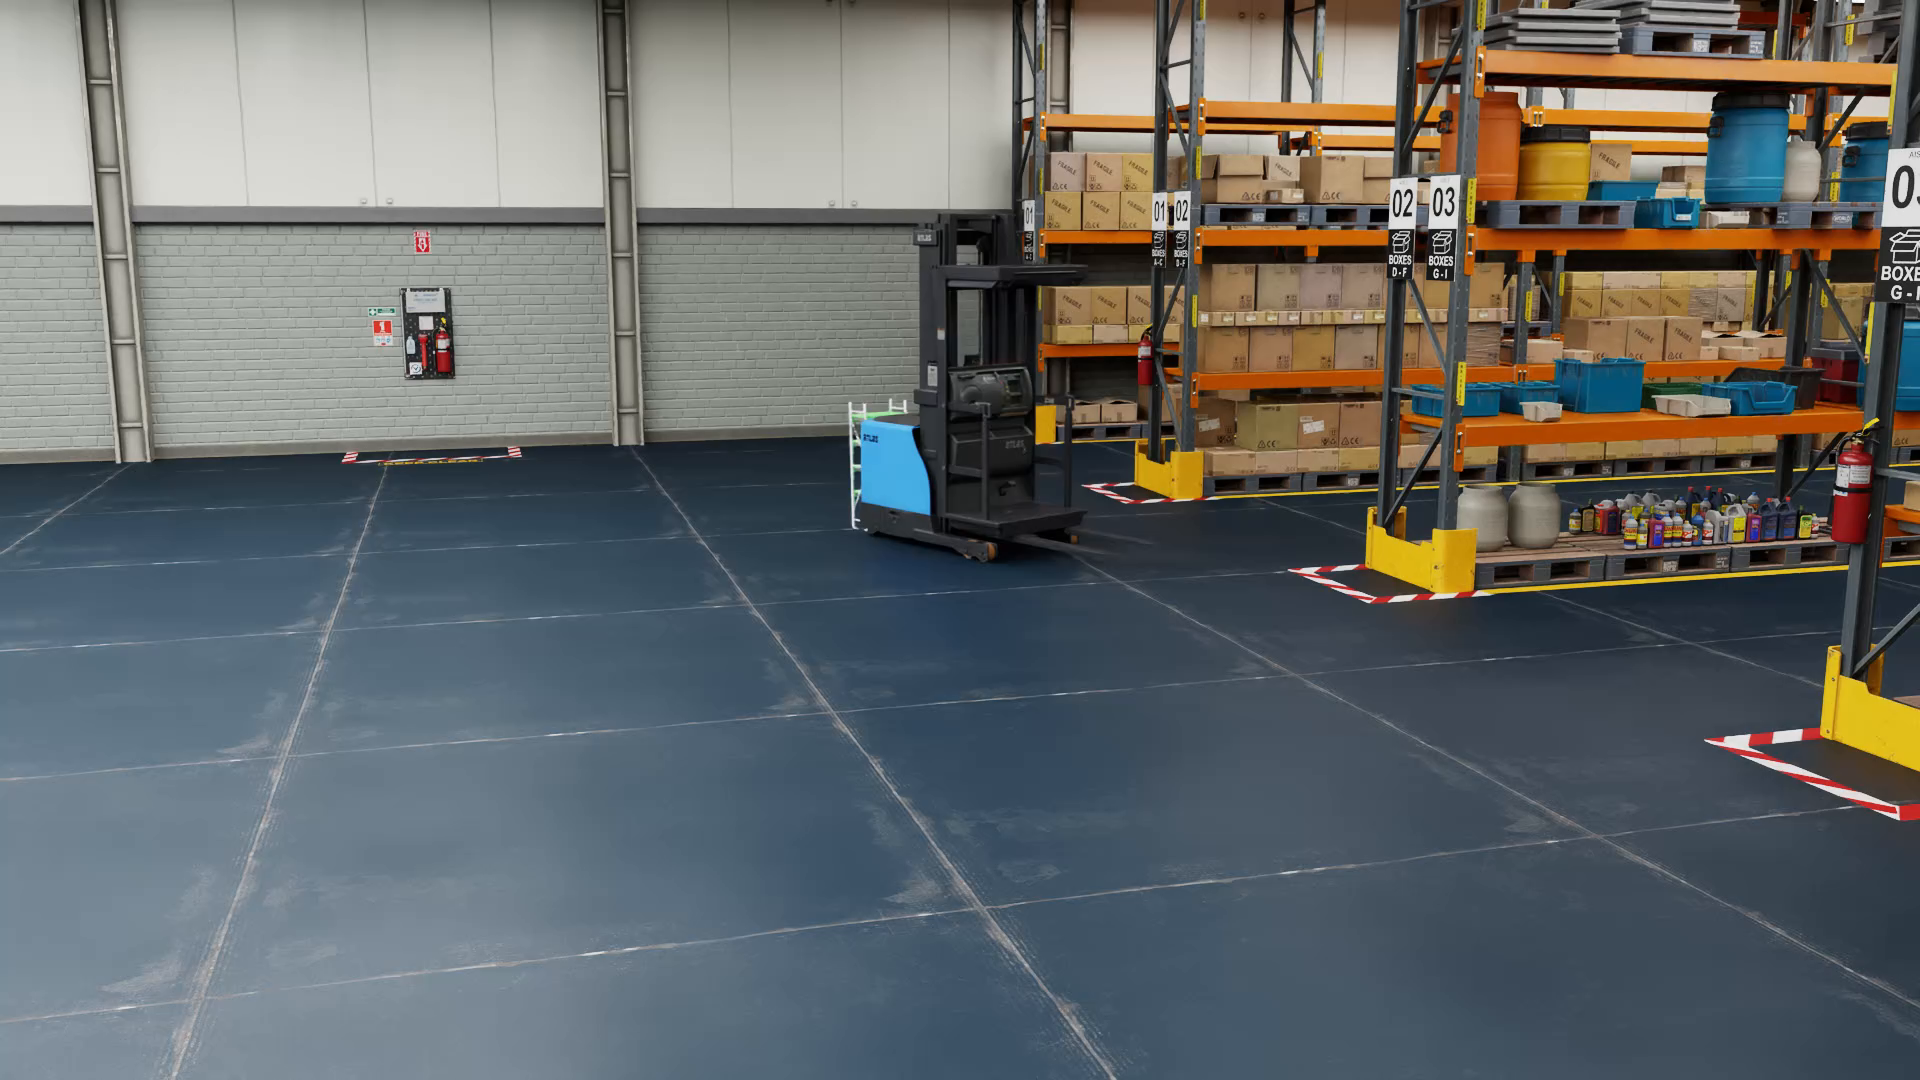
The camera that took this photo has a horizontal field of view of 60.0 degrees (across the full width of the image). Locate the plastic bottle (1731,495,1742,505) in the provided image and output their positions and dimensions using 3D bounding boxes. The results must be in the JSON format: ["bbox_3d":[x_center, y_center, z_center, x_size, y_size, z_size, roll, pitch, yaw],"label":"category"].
[{"bbox_3d":[6.811,-0.255,14.639,0.133,0.283,0.061,-3,11,-16],"label":"plastic bottle"}]

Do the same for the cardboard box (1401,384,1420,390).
[{"bbox_3d":[6.428,-2.157,24.373,0.500,0.500,0.700,-3,11,-15],"label":"cardboard box"}]

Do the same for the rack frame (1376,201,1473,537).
[{"bbox_3d":[3.672,-1.152,13.222,0.127,3.000,1.000,-3,11,-16],"label":"rack frame"}]

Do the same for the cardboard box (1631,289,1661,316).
[{"bbox_3d":[10.104,-3.514,24.901,0.500,0.500,0.500,-3,11,-16],"label":"cardboard box"}]

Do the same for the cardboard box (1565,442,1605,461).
[{"bbox_3d":[7.079,-1.073,19.227,0.500,0.250,0.500,-3,11,-15],"label":"cardboard box"}]

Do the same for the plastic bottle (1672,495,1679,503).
[{"bbox_3d":[6.270,-0.255,14.640,0.133,0.283,0.061,-3,11,-13],"label":"plastic bottle"}]

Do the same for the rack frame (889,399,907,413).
[{"bbox_3d":[-0.586,-0.753,16.010,0.015,1.200,0.240,-9,12,-41],"label":"rack frame"}]

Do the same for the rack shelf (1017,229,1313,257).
[{"bbox_3d":[2.823,-4.097,22.920,4.000,0.370,1.077,-3,11,-16],"label":"rack shelf"}]

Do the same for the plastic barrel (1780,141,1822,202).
[{"bbox_3d":[7.044,-3.103,14.069,0.421,0.512,0.421,0,10,0],"label":"plastic barrel"}]

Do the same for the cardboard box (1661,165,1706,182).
[{"bbox_3d":[11.017,-5.539,25.203,0.500,0.250,0.500,-3,11,-18],"label":"cardboard box"}]

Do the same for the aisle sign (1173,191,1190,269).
[{"bbox_3d":[2.313,-3.235,17.358,0.004,0.787,0.394,-3,11,-16],"label":"aisle sign"}]

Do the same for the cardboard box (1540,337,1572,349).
[{"bbox_3d":[6.924,-2.226,19.427,0.258,0.266,0.396,-3,11,-17],"label":"cardboard box"}]

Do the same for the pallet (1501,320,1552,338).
[{"bbox_3d":[7.929,-3.130,24.497,1.003,0.211,1.213,-3,11,-16],"label":"pallet"}]

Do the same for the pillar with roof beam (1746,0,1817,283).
[{"bbox_3d":[14.058,-5.869,22.277,0.548,9.000,9.100,-3,11,-16],"label":"pillar with roof beam"}]

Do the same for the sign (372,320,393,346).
[{"bbox_3d":[-7.371,-2.645,21.236,0.234,0.329,0.001,-3,11,-16],"label":"sign"}]

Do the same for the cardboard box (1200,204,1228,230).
[{"bbox_3d":[3.317,-4.484,22.707,0.500,0.500,0.500,-3,11,-18],"label":"cardboard box"}]

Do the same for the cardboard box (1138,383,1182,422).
[{"bbox_3d":[2.858,-1.938,23.180,0.500,0.500,0.700,-4,11,-20],"label":"cardboard box"}]

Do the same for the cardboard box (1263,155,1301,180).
[{"bbox_3d":[4.338,-5.030,22.910,0.500,0.500,0.500,-4,11,-21],"label":"cardboard box"}]

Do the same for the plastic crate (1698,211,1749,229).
[{"bbox_3d":[6.084,-2.548,13.251,0.396,0.136,0.243,-3,11,-16],"label":"plastic crate"}]

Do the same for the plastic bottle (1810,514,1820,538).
[{"bbox_3d":[7.251,-0.122,14.141,0.097,0.201,0.097,0,10,0],"label":"plastic bottle"}]

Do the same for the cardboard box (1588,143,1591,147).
[{"bbox_3d":[6.734,-4.217,18.768,0.500,0.500,0.500,-3,11,-15],"label":"cardboard box"}]

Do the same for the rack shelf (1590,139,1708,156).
[{"bbox_3d":[10.504,-5.780,24.884,4.000,0.370,1.077,-3,11,-16],"label":"rack shelf"}]

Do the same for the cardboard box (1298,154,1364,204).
[{"bbox_3d":[3.962,-3.849,17.767,0.500,0.500,0.500,-3,11,-16],"label":"cardboard box"}]

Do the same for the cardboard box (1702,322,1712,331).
[{"bbox_3d":[11.191,-3.255,25.283,0.250,0.149,0.380,-3,11,-16],"label":"cardboard box"}]

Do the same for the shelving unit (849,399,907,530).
[{"bbox_3d":[-0.769,-0.724,15.852,0.503,1.200,0.258,-9,12,-41],"label":"shelving unit"}]

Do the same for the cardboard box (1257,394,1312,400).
[{"bbox_3d":[3.678,-1.368,18.761,0.500,0.500,0.500,-3,11,-16],"label":"cardboard box"}]

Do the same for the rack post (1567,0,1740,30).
[{"bbox_3d":[5.523,-4.169,13.248,0.954,0.300,0.937,-3,11,-17],"label":"rack post"}]

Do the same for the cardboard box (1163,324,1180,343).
[{"bbox_3d":[2.931,-2.858,22.851,0.500,0.250,0.500,-3,11,-15],"label":"cardboard box"}]

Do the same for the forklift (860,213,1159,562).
[{"bbox_3d":[0.414,-1.356,14.520,1.130,2.935,3.031,-9,14,-40],"label":"forklift"}]

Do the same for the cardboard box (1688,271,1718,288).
[{"bbox_3d":[11.064,-3.937,25.128,0.500,0.250,0.500,-3,11,-15],"label":"cardboard box"}]

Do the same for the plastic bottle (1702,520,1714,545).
[{"bbox_3d":[6.217,-0.067,13.845,0.097,0.201,0.097,0,10,0],"label":"plastic bottle"}]

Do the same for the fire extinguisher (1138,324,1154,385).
[{"bbox_3d":[2.047,-2.050,18.314,0.183,0.674,0.296,-3,11,-16],"label":"fire extinguisher"}]

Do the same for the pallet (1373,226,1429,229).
[{"bbox_3d":[6.361,-4.525,23.779,1.003,0.211,1.213,-3,11,-16],"label":"pallet"}]

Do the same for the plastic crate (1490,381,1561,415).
[{"bbox_3d":[4.694,-1.188,13.829,0.408,0.251,0.499,-3,11,-16],"label":"plastic crate"}]

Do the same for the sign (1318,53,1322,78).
[{"bbox_3d":[4.877,-6.430,22.524,0.005,0.325,0.100,-3,11,-16],"label":"sign"}]

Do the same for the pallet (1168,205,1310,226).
[{"bbox_3d":[2.977,-3.476,17.807,1.213,0.211,1.003,-3,11,-16],"label":"pallet"}]

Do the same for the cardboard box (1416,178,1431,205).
[{"bbox_3d":[5.056,-3.915,18.648,0.500,0.311,0.500,-4,11,-19],"label":"cardboard box"}]

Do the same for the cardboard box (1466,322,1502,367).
[{"bbox_3d":[5.707,-2.241,18.863,0.500,0.500,0.700,-3,11,-17],"label":"cardboard box"}]

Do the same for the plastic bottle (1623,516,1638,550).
[{"bbox_3d":[5.499,-0.064,13.633,0.097,0.271,0.097,0,10,0],"label":"plastic bottle"}]

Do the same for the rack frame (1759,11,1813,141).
[{"bbox_3d":[12.424,-6.432,25.332,0.127,3.000,1.000,-3,11,-16],"label":"rack frame"}]

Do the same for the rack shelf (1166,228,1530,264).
[{"bbox_3d":[4.211,-3.236,18.244,4.000,0.370,1.077,-3,11,-16],"label":"rack shelf"}]

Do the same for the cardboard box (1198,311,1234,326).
[{"bbox_3d":[2.728,-2.364,17.737,0.250,0.149,0.380,-3,11,-16],"label":"cardboard box"}]

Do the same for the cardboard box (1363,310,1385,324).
[{"bbox_3d":[4.456,-2.455,18.232,0.250,0.149,0.380,-3,11,-14],"label":"cardboard box"}]

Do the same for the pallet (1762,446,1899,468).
[{"bbox_3d":[10.699,-1.078,20.521,1.213,0.211,1.003,-3,11,-16],"label":"pallet"}]

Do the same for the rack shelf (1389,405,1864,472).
[{"bbox_3d":[5.592,-0.899,13.837,4.000,0.370,1.077,-3,11,-16],"label":"rack shelf"}]

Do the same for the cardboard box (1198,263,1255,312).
[{"bbox_3d":[2.793,-2.724,17.905,0.500,0.500,0.700,-3,11,-16],"label":"cardboard box"}]

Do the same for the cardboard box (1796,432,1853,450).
[{"bbox_3d":[10.489,-1.378,20.141,0.500,0.500,0.500,-3,11,-14],"label":"cardboard box"}]

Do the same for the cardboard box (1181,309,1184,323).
[{"bbox_3d":[2.604,-2.434,18.118,0.250,0.149,0.380,-3,11,-17],"label":"cardboard box"}]

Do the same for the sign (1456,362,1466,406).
[{"bbox_3d":[3.821,-1.192,12.676,0.005,0.325,0.100,-3,11,-16],"label":"sign"}]

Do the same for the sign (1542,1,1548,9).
[{"bbox_3d":[6.263,-5.606,17.827,0.005,0.325,0.100,-3,11,-16],"label":"sign"}]

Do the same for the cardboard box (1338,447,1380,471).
[{"bbox_3d":[4.308,-0.931,18.459,0.500,0.250,0.500,-3,11,-16],"label":"cardboard box"}]
